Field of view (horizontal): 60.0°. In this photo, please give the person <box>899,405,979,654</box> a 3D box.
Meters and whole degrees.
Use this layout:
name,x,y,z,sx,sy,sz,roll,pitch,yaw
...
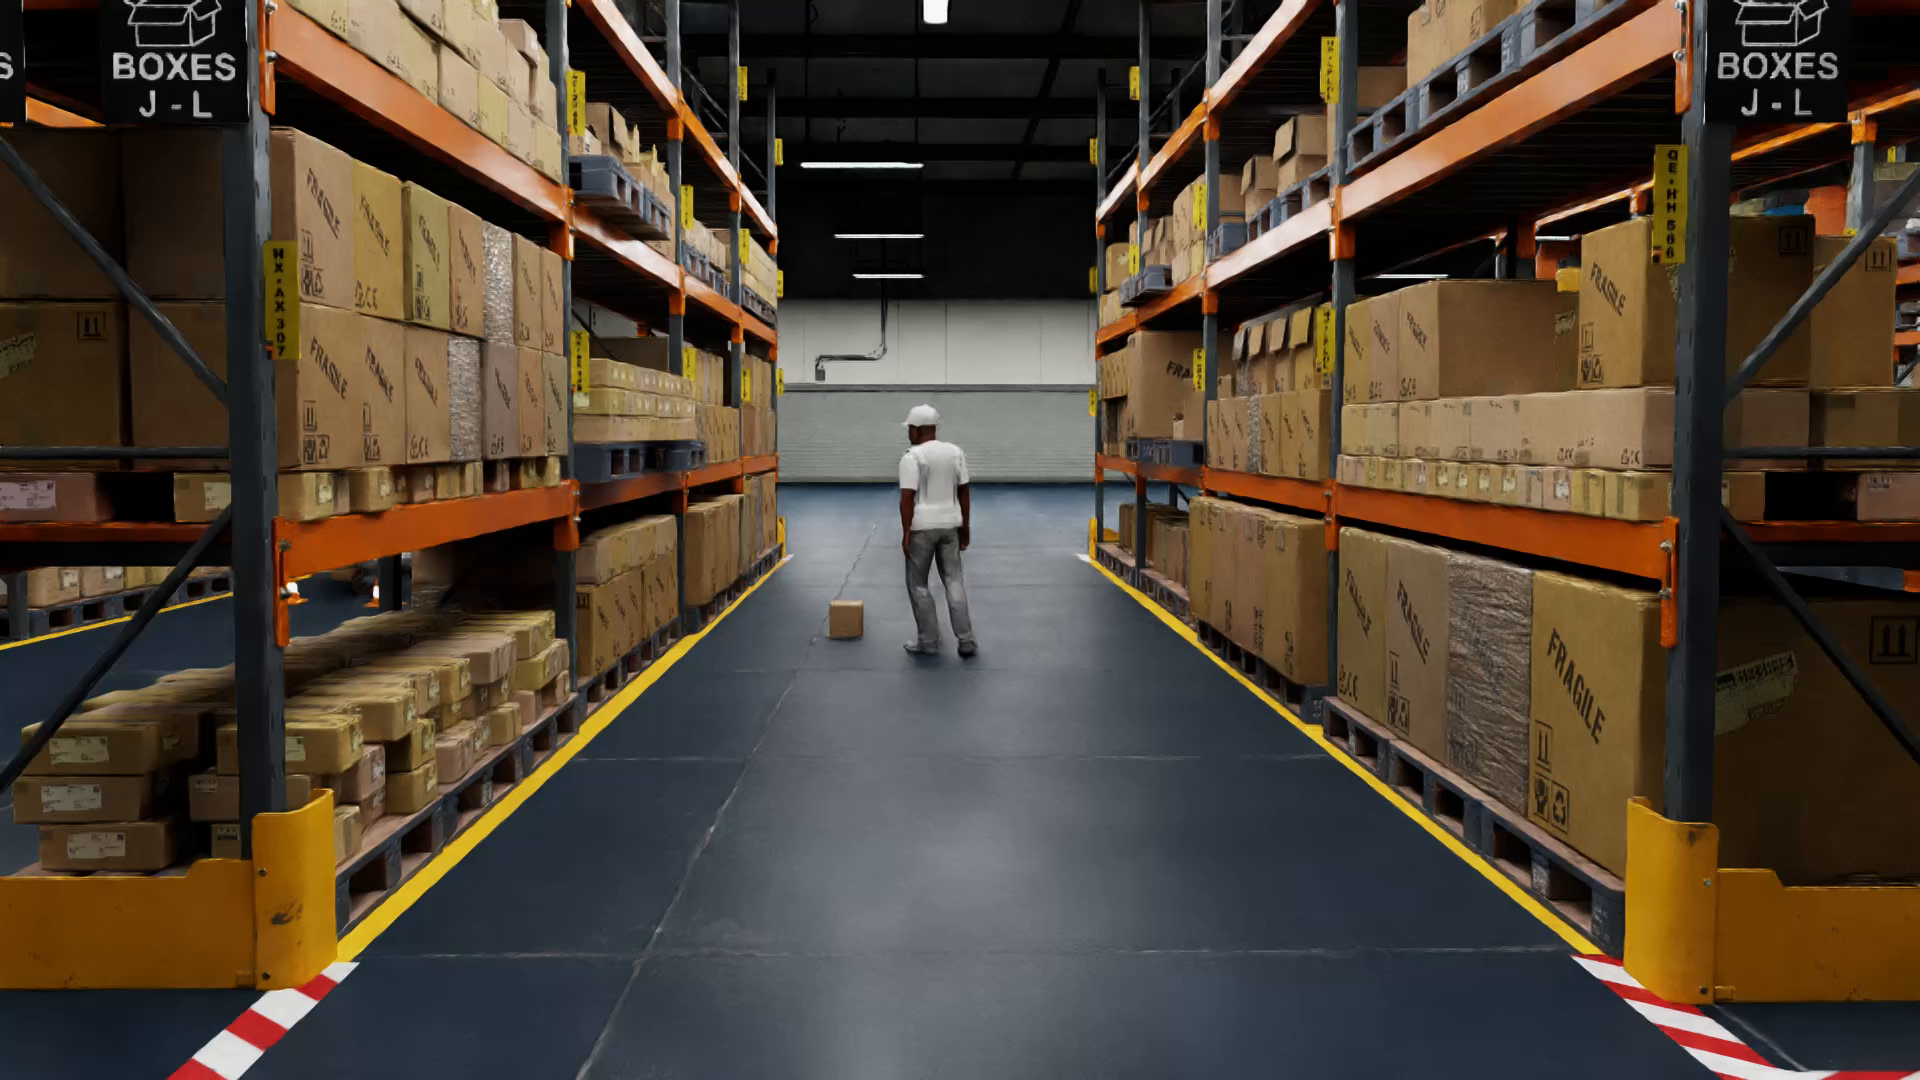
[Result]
name,x,y,z,sx,sy,sz,roll,pitch,yaw
person,-0.165,-0.072,11.746,0.605,1.750,0.559,-2,4,-33
